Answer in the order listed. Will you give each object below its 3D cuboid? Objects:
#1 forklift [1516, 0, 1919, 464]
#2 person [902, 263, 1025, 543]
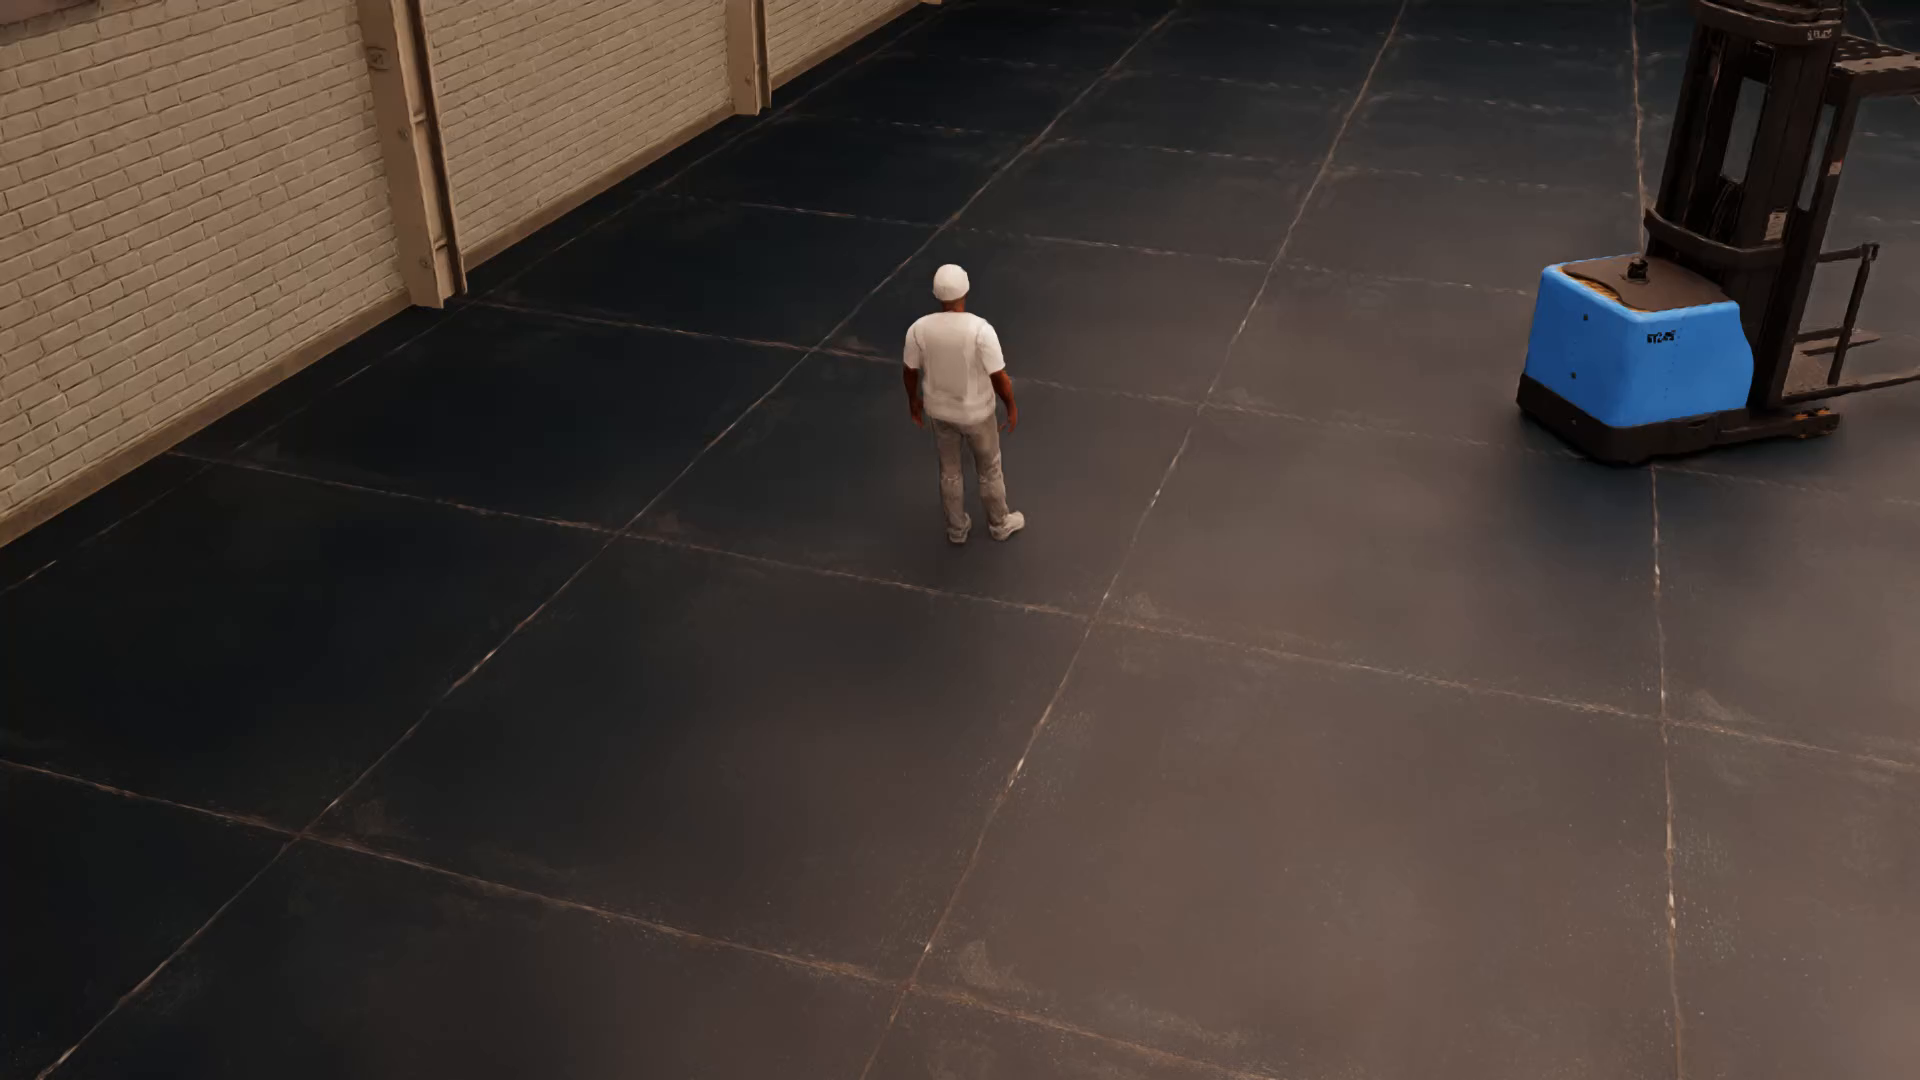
[{"bbox_3d":[5.468,-2.201,10.998,3.031,2.935,1.130,-10,31,-16],"label":"forklift"},{"bbox_3d":[0.028,-0.805,9.711,0.665,1.766,0.576,10,31,16],"label":"person"}]
